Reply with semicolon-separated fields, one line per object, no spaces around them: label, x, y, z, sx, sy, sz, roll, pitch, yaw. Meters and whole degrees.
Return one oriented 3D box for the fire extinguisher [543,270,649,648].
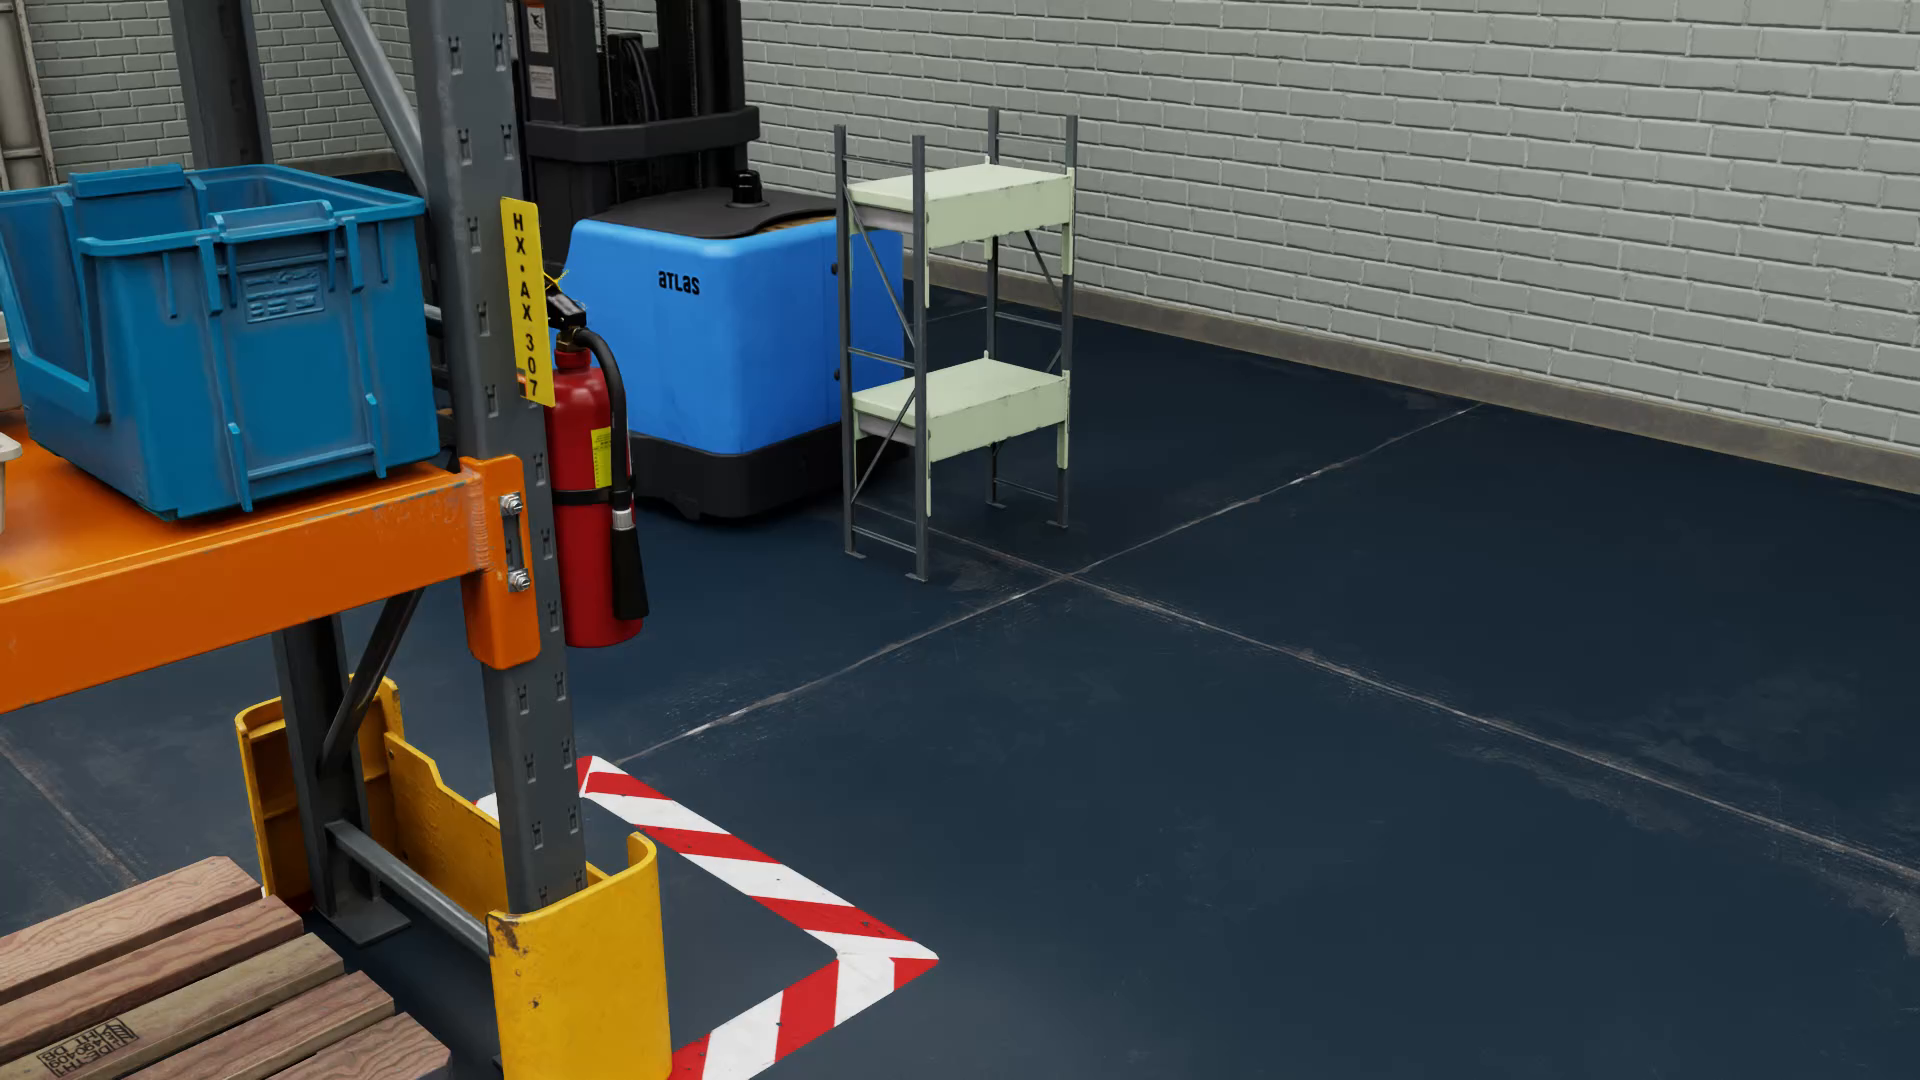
fire extinguisher;-0.662;-0.149;2.910;0.296;0.674;0.183;19;28;41

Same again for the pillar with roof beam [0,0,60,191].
pillar with roof beam;-3.843;-5.547;7.964;9.100;9.000;0.400;19;28;41

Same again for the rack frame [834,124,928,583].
rack frame;-0.260;-0.604;5.556;0.400;1.500;0.023;19;28;41

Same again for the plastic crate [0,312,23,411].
plastic crate;-1.784;-0.297;2.949;0.250;0.136;0.298;19;28;41

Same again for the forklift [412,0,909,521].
forklift;-1.671;-1.852;6.807;3.031;2.935;1.130;16;26;36

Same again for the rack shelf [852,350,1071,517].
rack shelf;-0.005;-0.394;5.918;0.431;0.370;0.720;19;28;41

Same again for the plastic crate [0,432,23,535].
plastic crate;-1.532;-0.084;2.397;0.396;0.136;0.243;19;28;41

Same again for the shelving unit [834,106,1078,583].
shelving unit;-0.005;-0.698;5.801;0.431;1.500;0.755;19;28;41

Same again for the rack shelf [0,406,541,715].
rack shelf;-2.488;0.415;1.816;1.077;0.370;4.000;19;28;41

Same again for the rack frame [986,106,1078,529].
rack frame;0.251;-0.792;6.046;0.400;1.500;0.023;19;28;41

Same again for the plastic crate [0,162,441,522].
plastic crate;-1.193;-0.346;2.661;0.616;0.435;0.499;19;28;41

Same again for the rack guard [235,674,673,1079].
rack guard;-1.086;0.723;3.497;1.175;0.500;0.348;19;28;41

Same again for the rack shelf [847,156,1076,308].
rack shelf;-0.005;-1.063;5.661;0.431;0.370;0.720;19;28;41

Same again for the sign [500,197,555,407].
sign;-0.688;-0.377;2.647;0.100;0.325;0.005;19;28;41

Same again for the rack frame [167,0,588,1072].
rack frame;-1.093;-0.434;3.024;1.000;3.000;0.127;19;28;41

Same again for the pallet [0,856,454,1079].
pallet;-1.696;1.069;2.998;1.003;0.211;1.213;19;28;41
